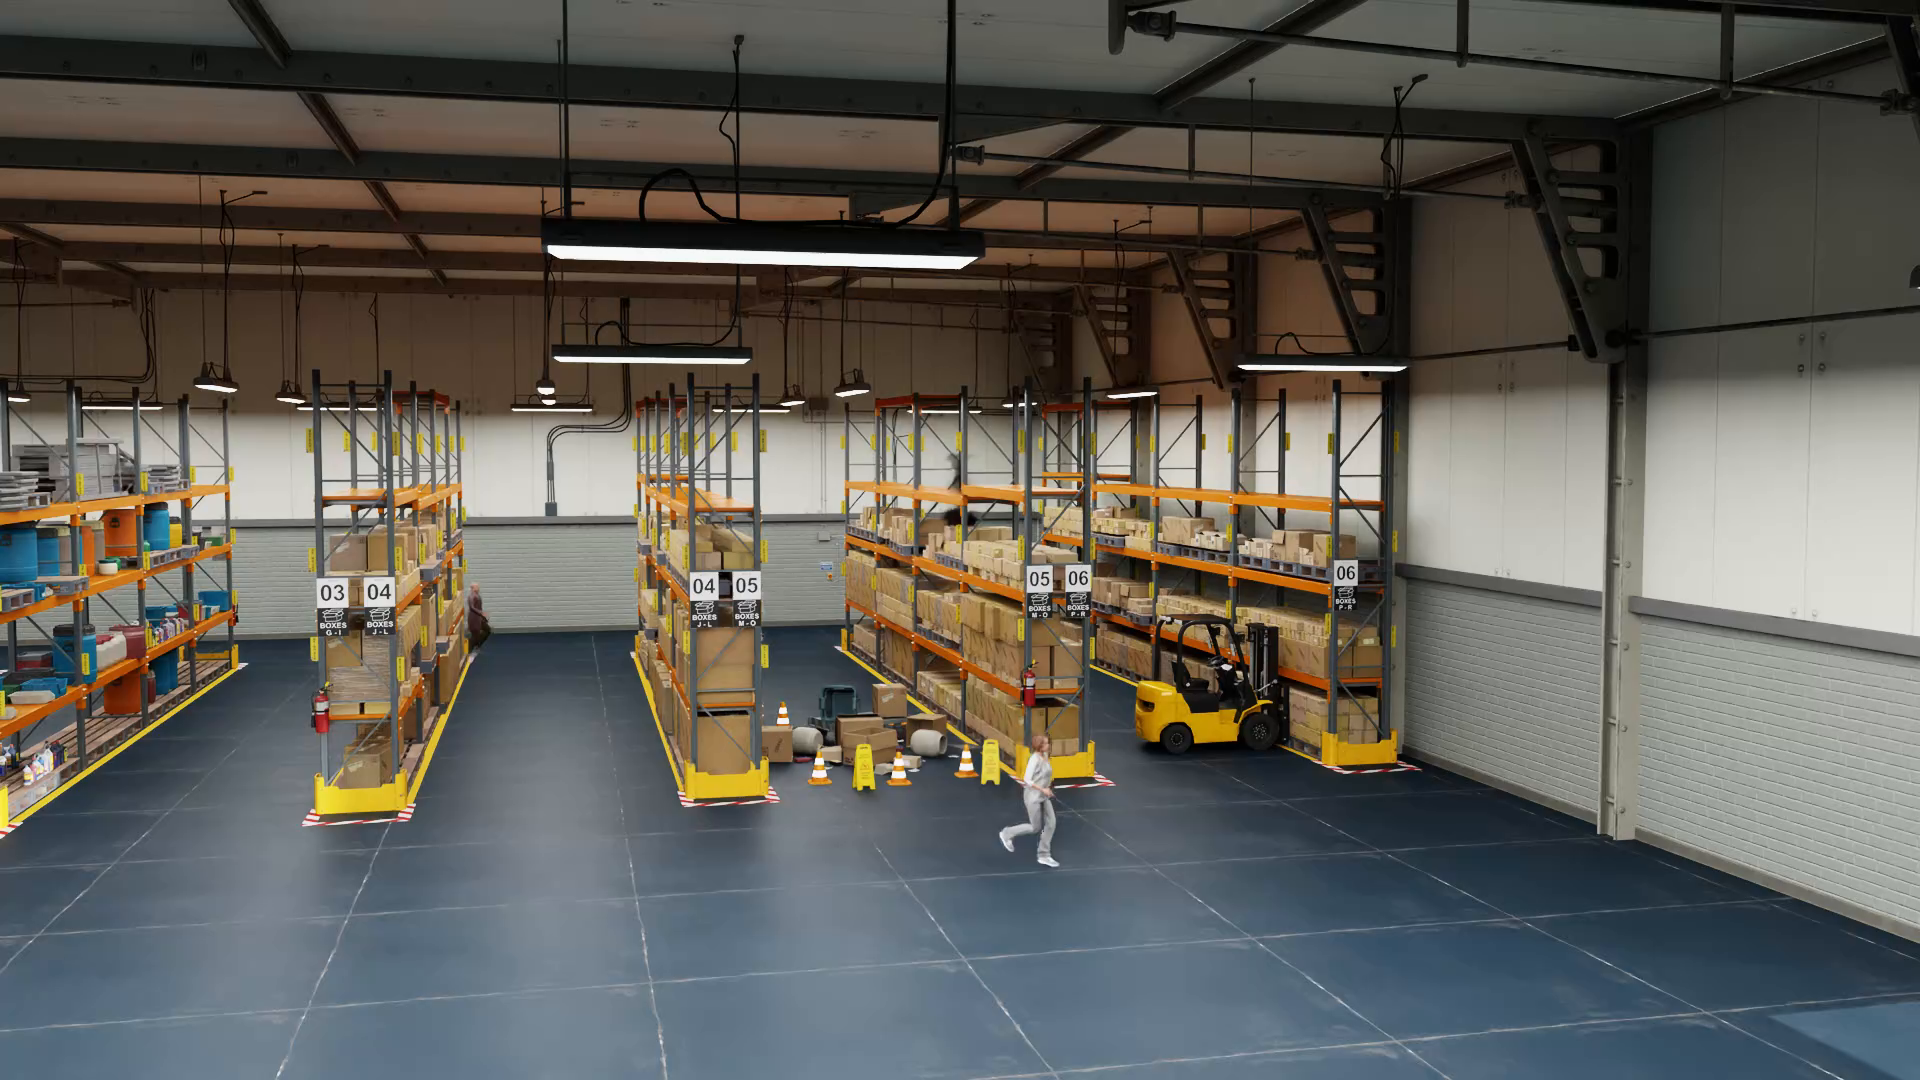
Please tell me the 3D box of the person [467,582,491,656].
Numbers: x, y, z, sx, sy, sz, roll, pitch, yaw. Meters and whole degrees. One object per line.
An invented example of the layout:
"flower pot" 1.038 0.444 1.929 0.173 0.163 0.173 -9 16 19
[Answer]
"person" -11.408 1.871 39.191 0.639 1.761 0.724 0 3 -4

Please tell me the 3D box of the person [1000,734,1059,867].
"person" 0.850 3.082 19.817 0.760 1.577 0.529 2 4 27
